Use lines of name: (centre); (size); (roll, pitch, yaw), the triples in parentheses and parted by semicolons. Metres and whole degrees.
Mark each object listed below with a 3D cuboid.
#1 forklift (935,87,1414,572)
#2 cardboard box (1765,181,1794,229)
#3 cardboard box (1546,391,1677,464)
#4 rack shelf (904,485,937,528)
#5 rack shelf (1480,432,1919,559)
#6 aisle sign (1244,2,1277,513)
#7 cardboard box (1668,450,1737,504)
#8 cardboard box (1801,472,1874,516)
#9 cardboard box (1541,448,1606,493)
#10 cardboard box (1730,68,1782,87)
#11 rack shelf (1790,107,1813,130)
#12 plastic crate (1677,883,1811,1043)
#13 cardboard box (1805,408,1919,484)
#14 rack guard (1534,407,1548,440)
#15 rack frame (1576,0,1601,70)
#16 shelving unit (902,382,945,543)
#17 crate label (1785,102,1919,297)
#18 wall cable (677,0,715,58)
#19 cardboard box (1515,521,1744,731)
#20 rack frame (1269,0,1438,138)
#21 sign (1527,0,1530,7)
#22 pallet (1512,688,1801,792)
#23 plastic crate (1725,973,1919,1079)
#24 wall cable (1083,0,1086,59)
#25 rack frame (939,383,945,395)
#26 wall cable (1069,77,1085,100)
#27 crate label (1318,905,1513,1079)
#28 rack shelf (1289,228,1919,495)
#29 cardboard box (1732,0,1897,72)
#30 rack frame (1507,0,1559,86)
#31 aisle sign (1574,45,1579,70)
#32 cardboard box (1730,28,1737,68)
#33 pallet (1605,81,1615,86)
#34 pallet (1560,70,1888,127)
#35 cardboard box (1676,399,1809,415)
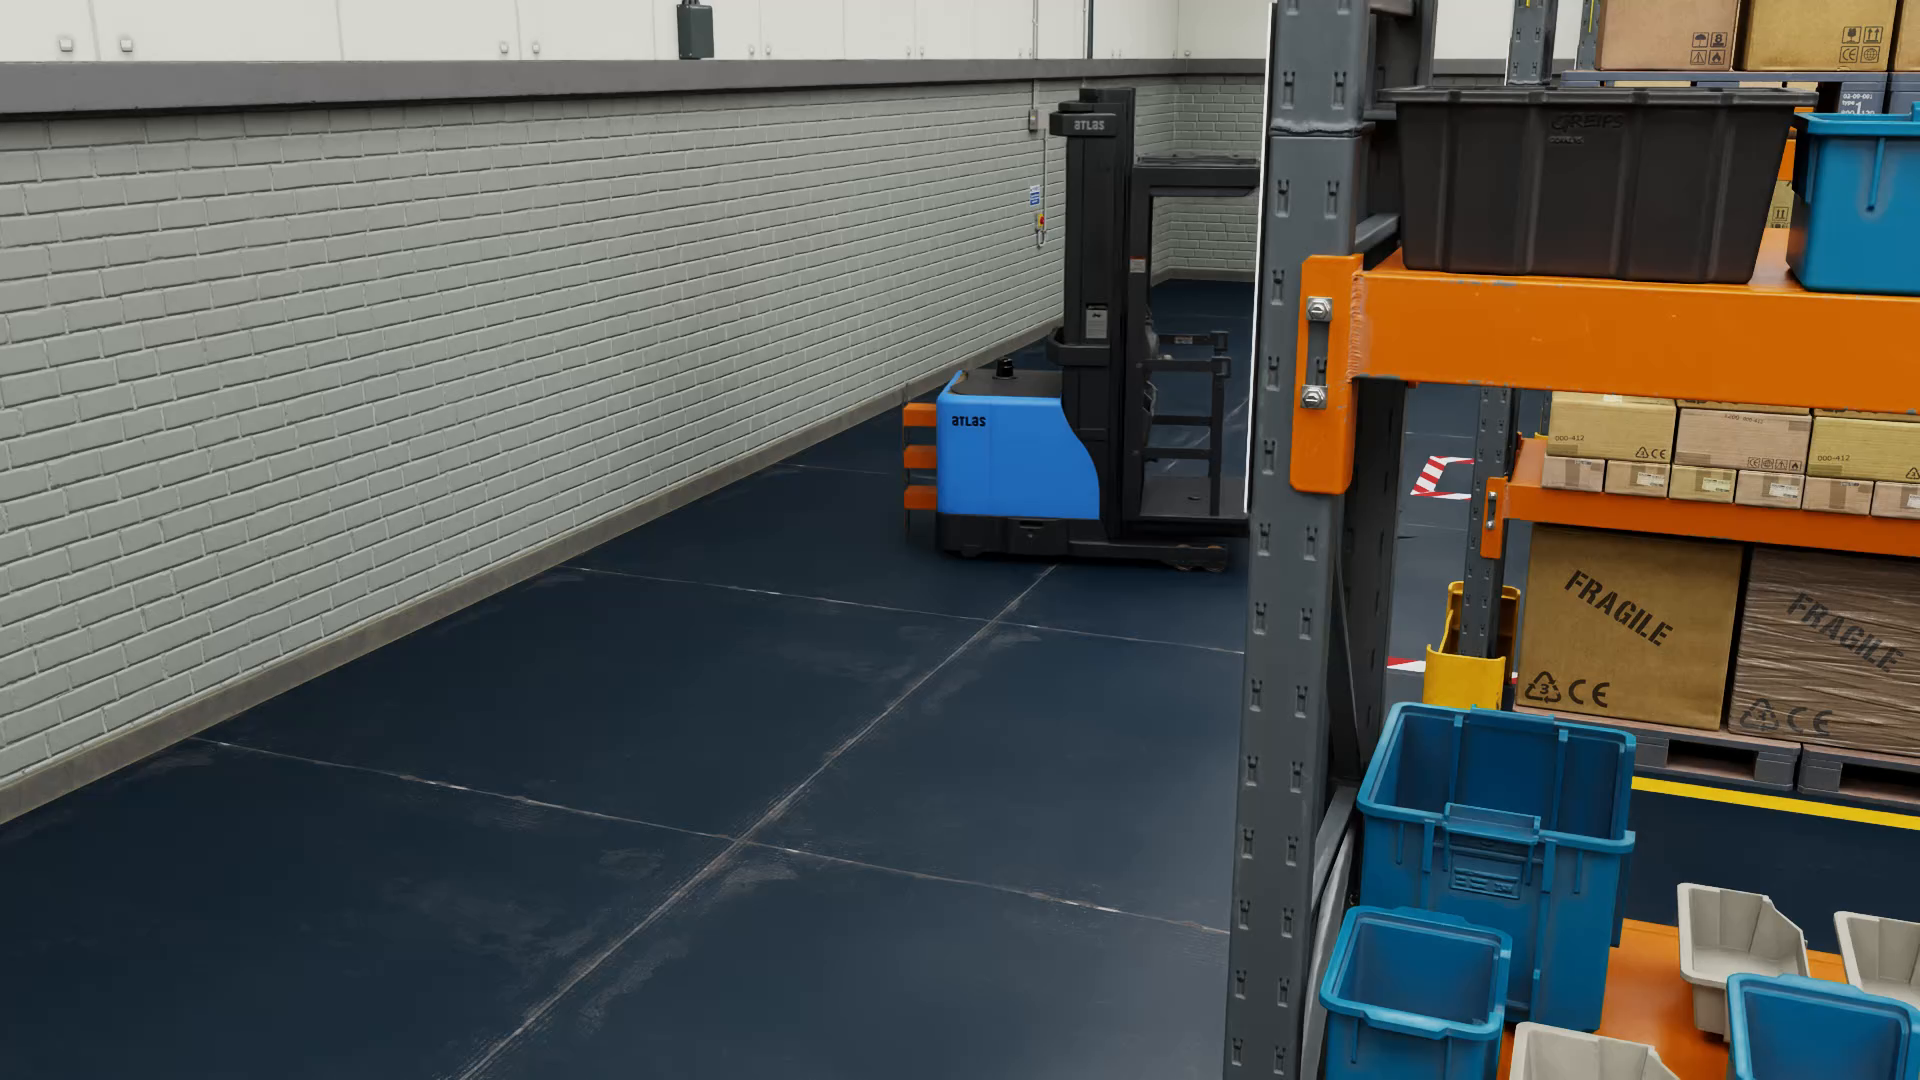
forklift: (1.397, -1.364, 10.614); (3.031, 2.935, 1.130); (2, 16, 8)
cardboard box: (5.709, -2.302, 11.217); (0.500, 0.500, 0.500); (6, 17, 19)
cardboard box: (2.875, -0.530, 7.356); (0.500, 0.250, 0.500); (6, 17, 19)
rack shelf: (-0.240, -0.231, 11.120); (0.240, 0.259, 0.215); (2, 16, 8)
rack shelf: (4.388, -0.029, 7.182); (4.000, 0.370, 1.077); (6, 17, 21)
aisle sign: (0.534, -0.473, 2.759); (0.004, 0.787, 0.394); (6, 17, 21)
cardboard box: (3.214, -0.284, 7.223); (0.250, 0.149, 0.380); (6, 17, 19)
cardboard box: (3.693, -0.231, 7.041); (0.250, 0.149, 0.380); (6, 17, 20)
cardboard box: (2.736, -0.336, 7.402); (0.250, 0.149, 0.380); (6, 17, 21)
cardboard box: (5.253, -3.056, 11.209); (0.500, 0.250, 0.500); (7, 18, 22)
rack shelf: (6.302, -2.745, 11.159); (4.000, 0.370, 1.077); (6, 17, 21)
plastic crate: (1.535, 0.840, 3.265); (0.243, 0.136, 0.396); (6, 17, 21)
cardboard box: (3.827, -0.427, 6.998); (0.500, 0.250, 0.500); (6, 17, 19)
rack guard: (4.512, -0.646, 12.504); (0.348, 0.500, 1.175); (6, 17, 21)
rack frame: (4.441, -4.736, 11.346); (0.127, 3.000, 1.000); (6, 17, 21)
shelving unit: (-0.240, -0.508, 11.040); (0.252, 1.050, 0.215); (2, 16, 8)
crate label: (1.450, -0.485, 2.350); (0.502, 0.251, 0.408); (6, 17, 21)
wall cable: (-1.468, -6.477, 11.573); (0.120, 5.999, 2.277); (6, 17, 21)
cardboard box: (3.152, 0.285, 7.870); (0.875, 0.875, 0.875); (6, 17, 21)
rack frame: (0.710, -2.175, 2.525); (0.127, 3.000, 1.000); (6, 17, 21)
sign: (2.318, -2.334, 6.742); (0.005, 0.325, 0.100); (6, 17, 21)
pallet: (3.300, 0.822, 7.963); (1.213, 0.211, 1.003); (6, 17, 21)
plastic crate: (1.431, 0.936, 2.764); (0.300, 0.233, 0.416); (6, 17, 21)
wall cable: (1.047, -6.733, 18.227); (0.029, 3.000, 2.355); (6, 17, 21)
rack frame: (-0.119, -0.503, 11.024); (0.008, 1.050, 0.200); (2, 16, 8)
wall cable: (1.419, -4.576, 19.735); (0.122, 1.984, 0.588); (6, 17, 21)
crate label: (0.819, 0.868, 2.996); (0.303, 0.233, 0.416); (6, 17, 21)
rack shelf: (2.570, -0.185, 2.339); (4.000, 0.370, 1.077); (6, 17, 21)
cardboard box: (3.510, -2.189, 6.841); (0.500, 0.500, 0.700); (6, 17, 19)
rack frame: (2.527, -3.460, 6.950); (0.127, 3.000, 1.000); (6, 17, 21)
aisle sign: (4.263, -3.033, 11.577); (0.004, 0.787, 0.394); (6, 17, 21)
cardboard box: (5.240, -3.298, 11.145); (0.500, 0.250, 0.500); (6, 17, 20)
pallet: (6.857, -4.474, 15.982); (1.213, 0.211, 1.003); (6, 17, 21)
pallet: (3.221, -1.903, 7.129); (1.213, 0.211, 1.003); (6, 17, 21)
cardboard box: (3.340, -0.839, 7.075); (0.500, 0.500, 0.500); (6, 17, 19)
